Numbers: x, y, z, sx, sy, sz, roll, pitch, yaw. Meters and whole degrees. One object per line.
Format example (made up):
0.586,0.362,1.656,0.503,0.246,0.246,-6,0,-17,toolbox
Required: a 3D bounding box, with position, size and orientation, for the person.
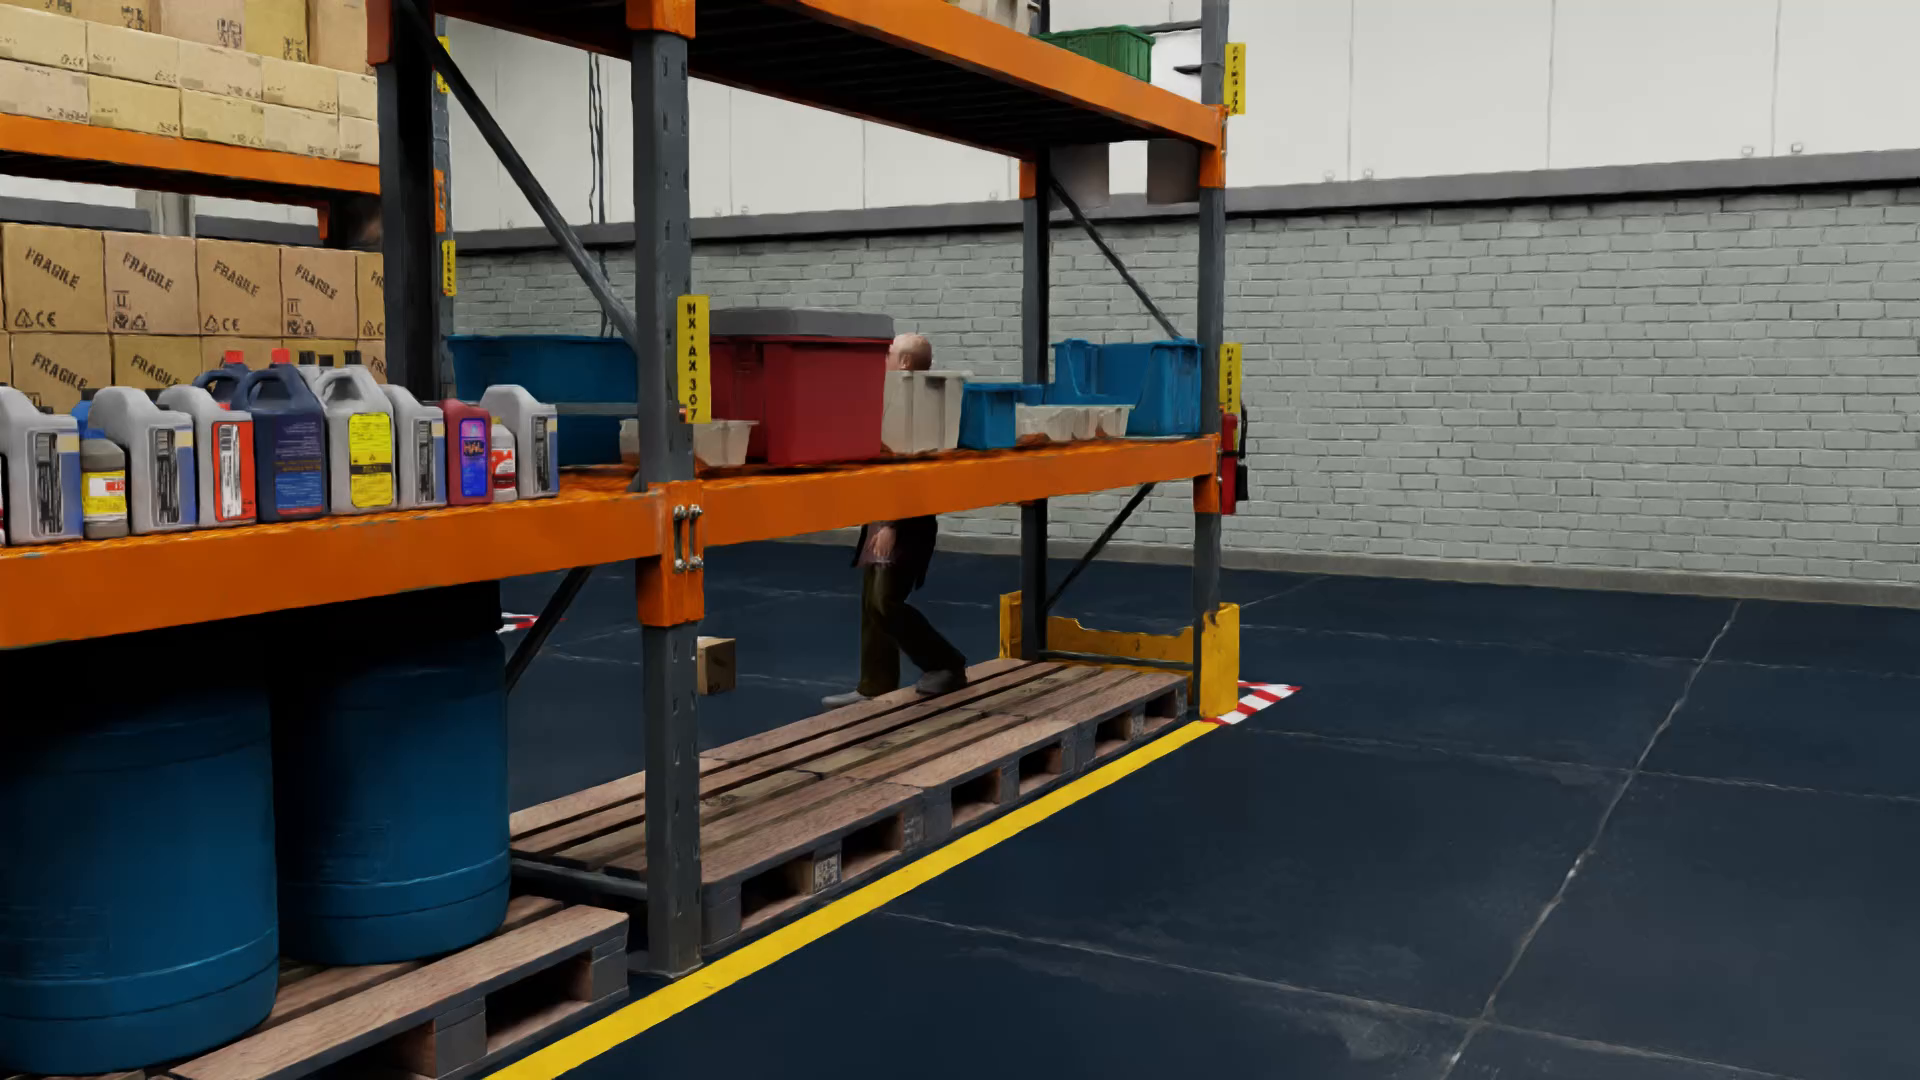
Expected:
-0.288,-0.040,7.465,0.612,1.769,0.728,-1,6,-11,person
